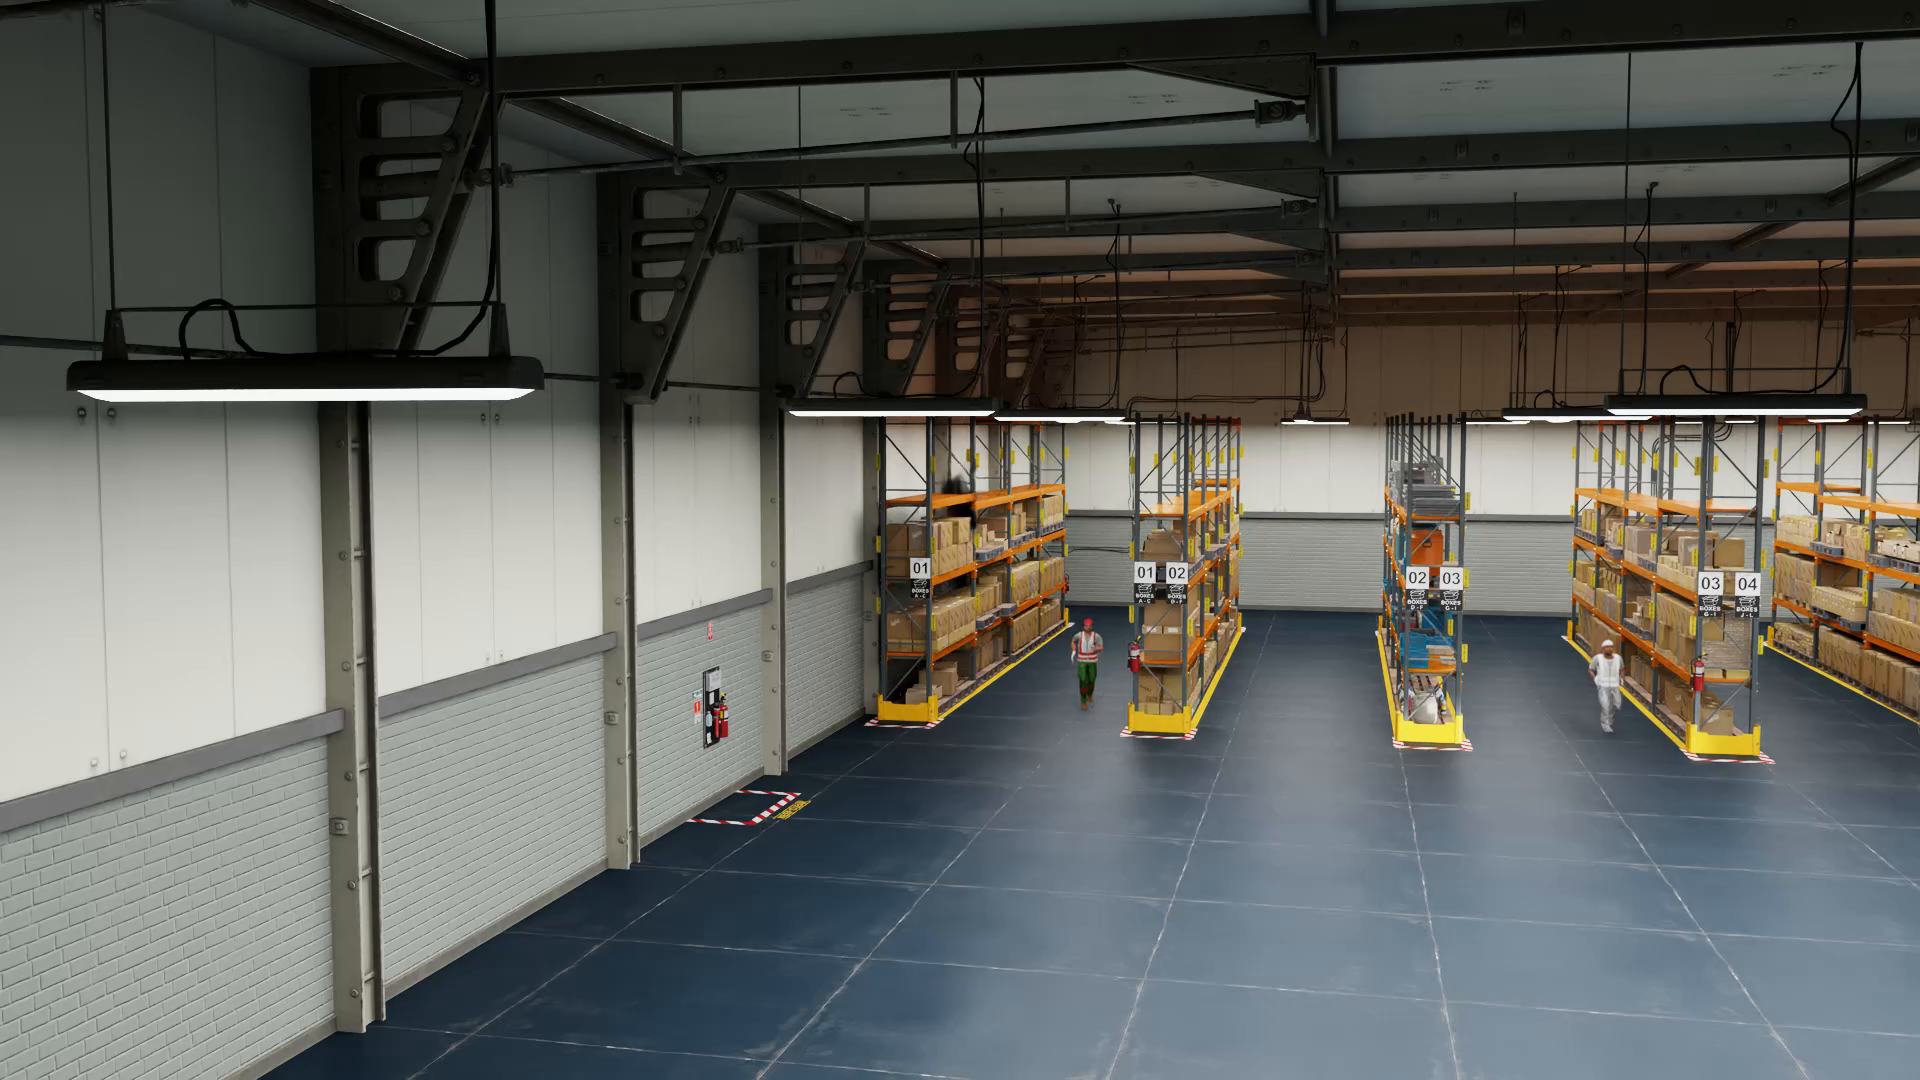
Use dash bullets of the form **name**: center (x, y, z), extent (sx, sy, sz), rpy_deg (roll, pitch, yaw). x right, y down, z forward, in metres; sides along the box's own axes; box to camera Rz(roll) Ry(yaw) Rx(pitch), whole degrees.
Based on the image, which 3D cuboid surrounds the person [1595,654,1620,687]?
- **person**: center (18.563, 3.305, 23.247), extent (8.324, 1.751, 19.453), rpy_deg (-1, 4, -16)

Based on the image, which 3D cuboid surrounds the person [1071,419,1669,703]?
- **person**: center (9.382, 0.199, 37.052), extent (14.118, 5.778, 7.456), rpy_deg (0, 4, 1)

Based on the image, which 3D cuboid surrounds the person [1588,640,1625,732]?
- **person**: center (12.157, 2.739, 31.241), extent (0.665, 1.736, 0.590), rpy_deg (0, 4, 7)
